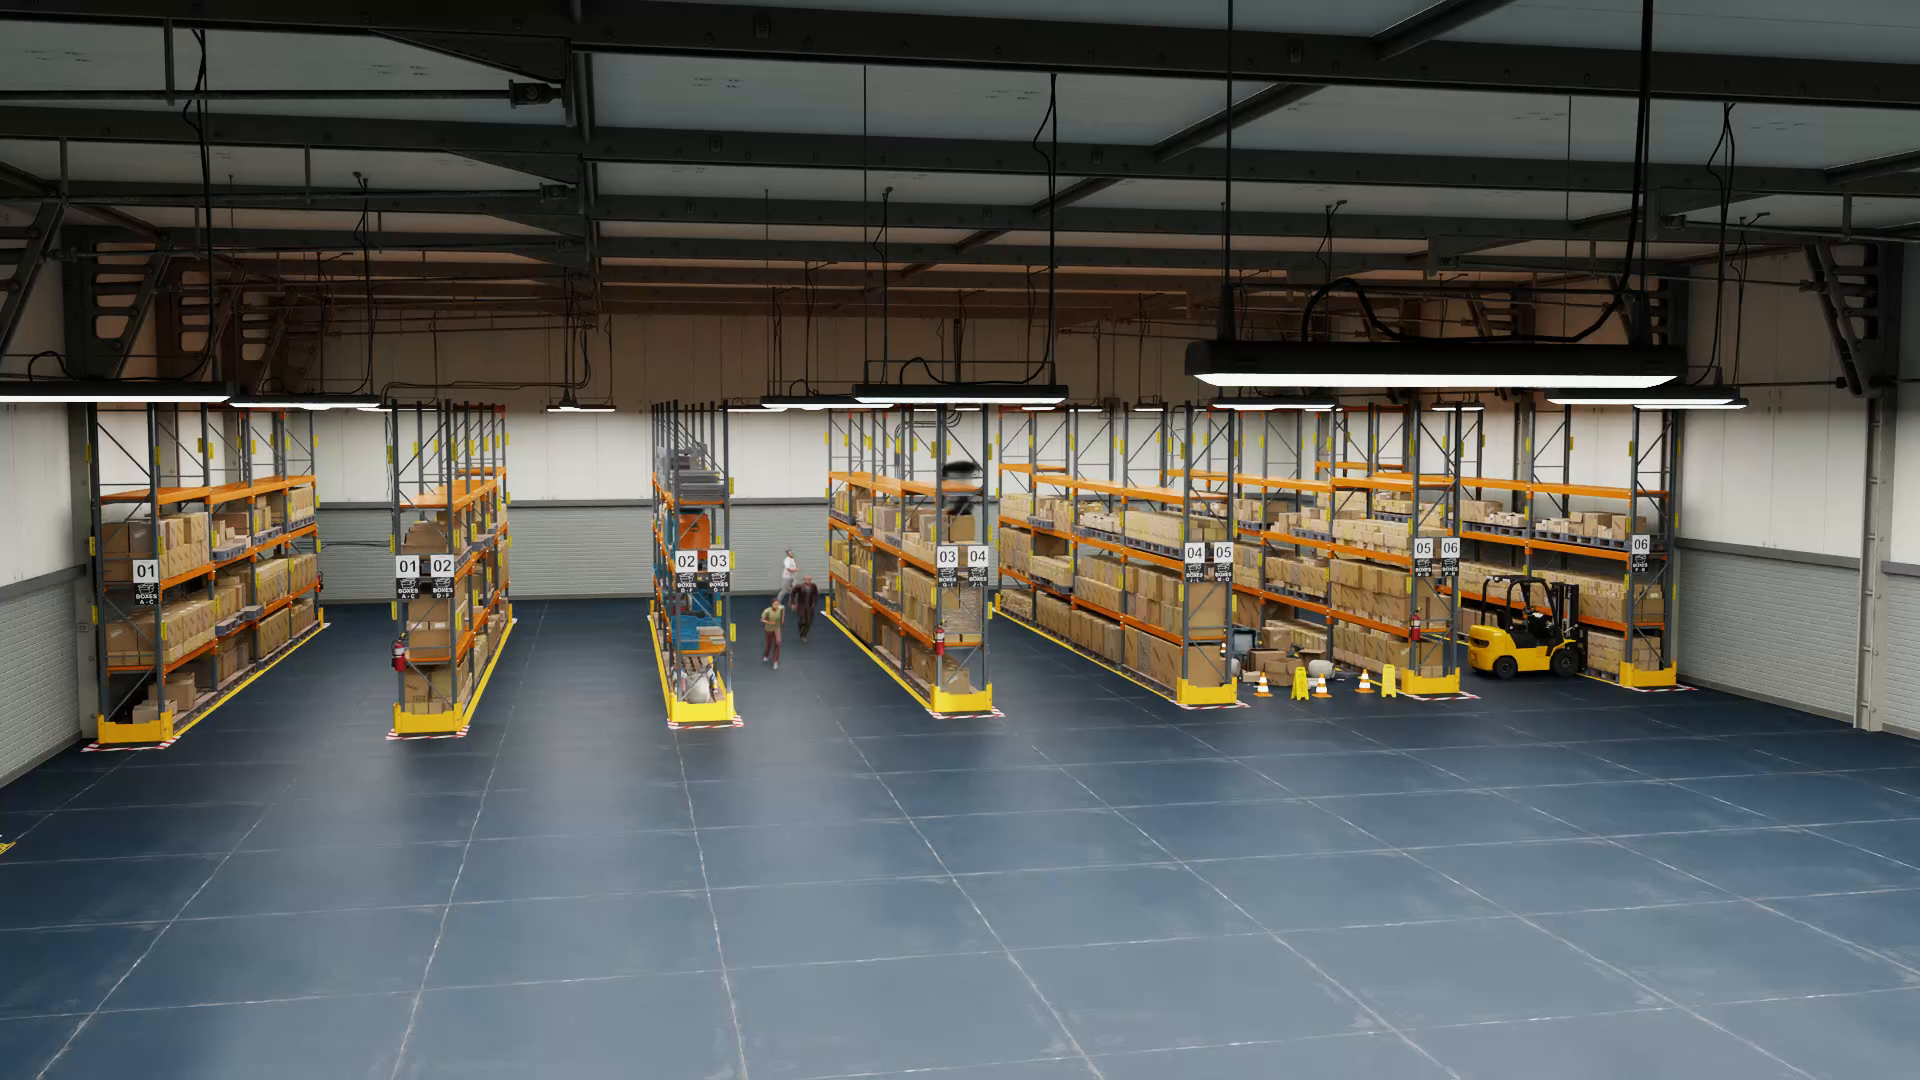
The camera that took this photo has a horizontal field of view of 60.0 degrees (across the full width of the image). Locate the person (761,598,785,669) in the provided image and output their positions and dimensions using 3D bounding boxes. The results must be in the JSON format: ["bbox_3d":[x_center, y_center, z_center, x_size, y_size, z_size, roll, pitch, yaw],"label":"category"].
[{"bbox_3d":[-4.297,2.096,37.922,0.614,1.626,0.946,-2,5,-23],"label":"person"}]

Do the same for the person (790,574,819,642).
[{"bbox_3d":[-3.937,1.707,42.042,0.712,1.712,0.710,-2,5,-28],"label":"person"}]

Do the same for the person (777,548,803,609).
[{"bbox_3d":[-5.027,1.164,48.932,0.872,1.839,0.647,1,4,8],"label":"person"}]
